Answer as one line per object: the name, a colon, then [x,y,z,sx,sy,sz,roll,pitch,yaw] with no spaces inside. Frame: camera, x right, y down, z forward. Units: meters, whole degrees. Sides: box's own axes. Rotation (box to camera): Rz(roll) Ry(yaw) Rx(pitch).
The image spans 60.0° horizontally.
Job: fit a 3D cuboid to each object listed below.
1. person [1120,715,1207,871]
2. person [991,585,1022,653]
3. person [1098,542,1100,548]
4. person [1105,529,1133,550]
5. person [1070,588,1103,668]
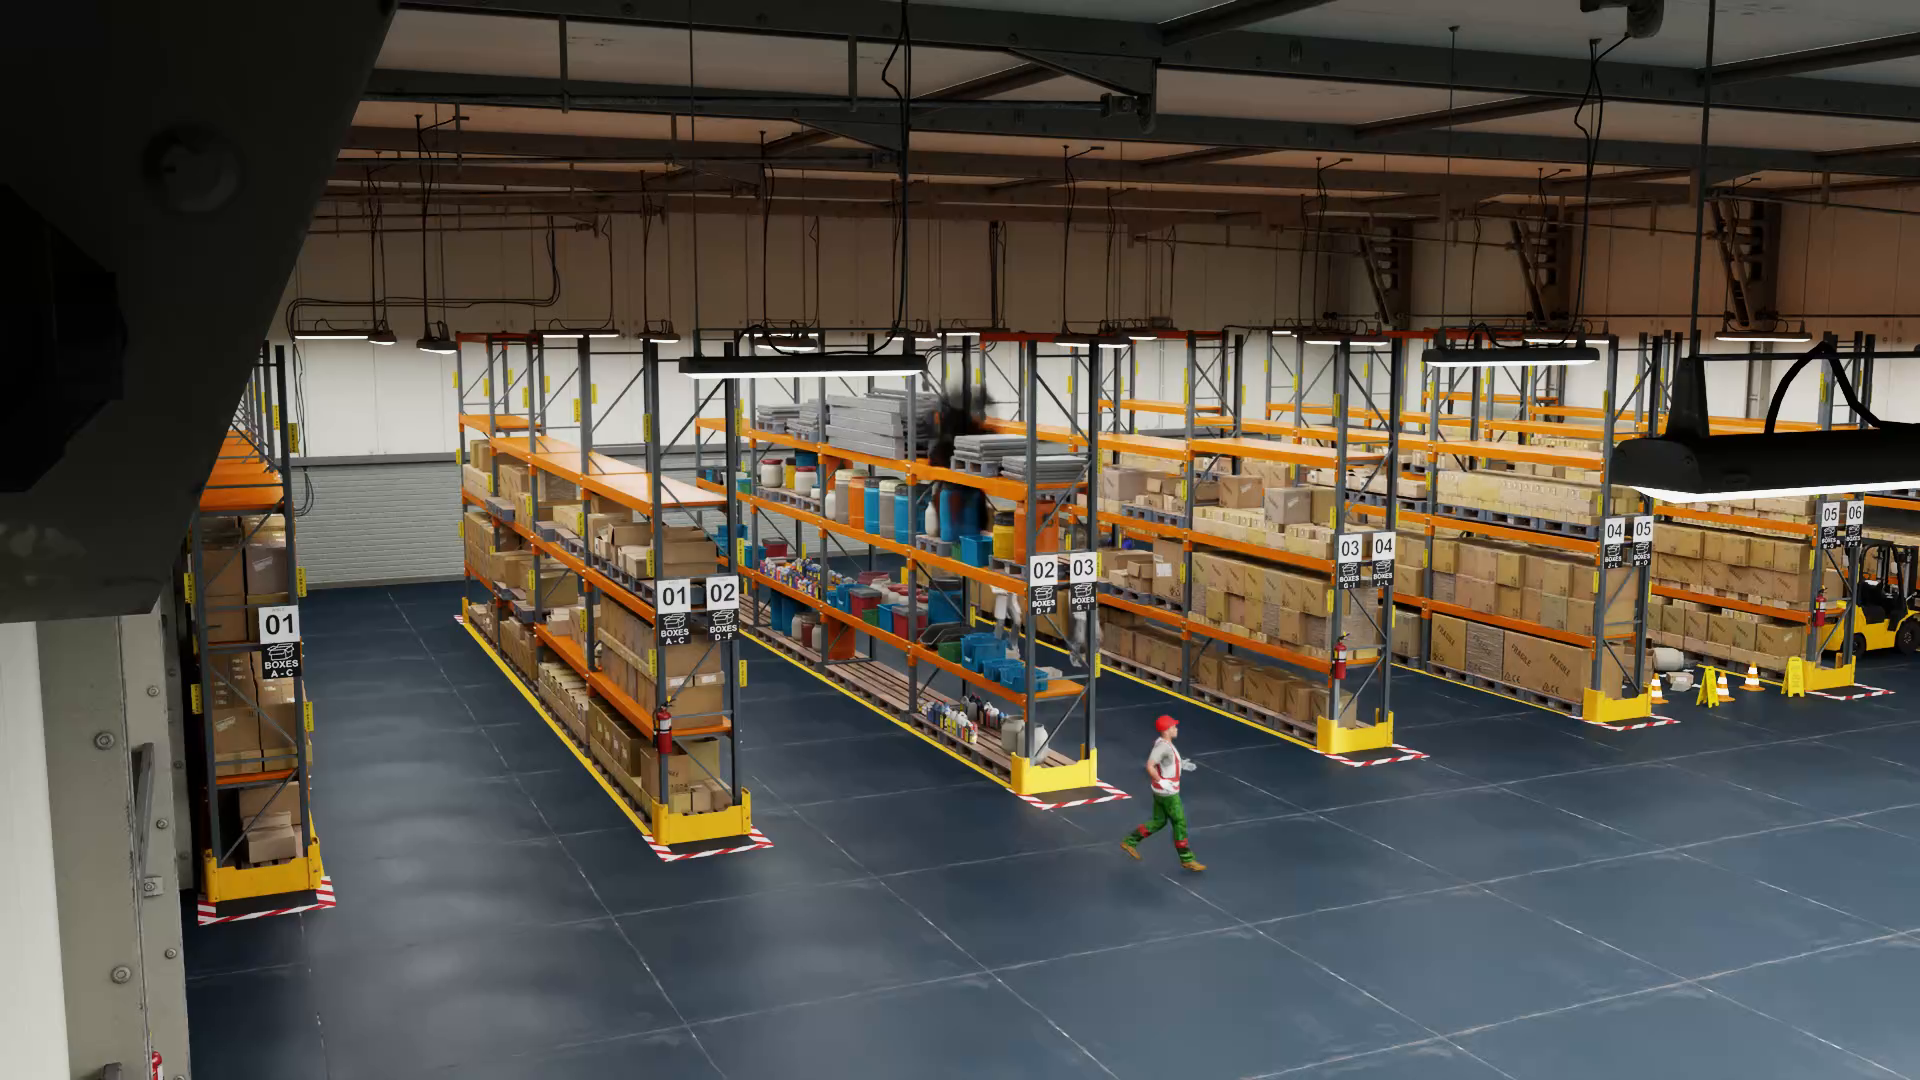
person: [2.331,2.883,18.989,0.993,1.797,0.654,0,8,-1]
person: [0.876,1.293,31.285,0.689,1.741,0.799,-4,9,-25]
person: [2.959,0.405,38.186,0.538,1.557,0.630,-2,8,-18]
person: [3.512,0.593,37.024,0.577,1.591,0.956,-4,9,-26]
person: [2.190,1.410,28.603,0.667,1.871,0.741,-4,9,-28]
